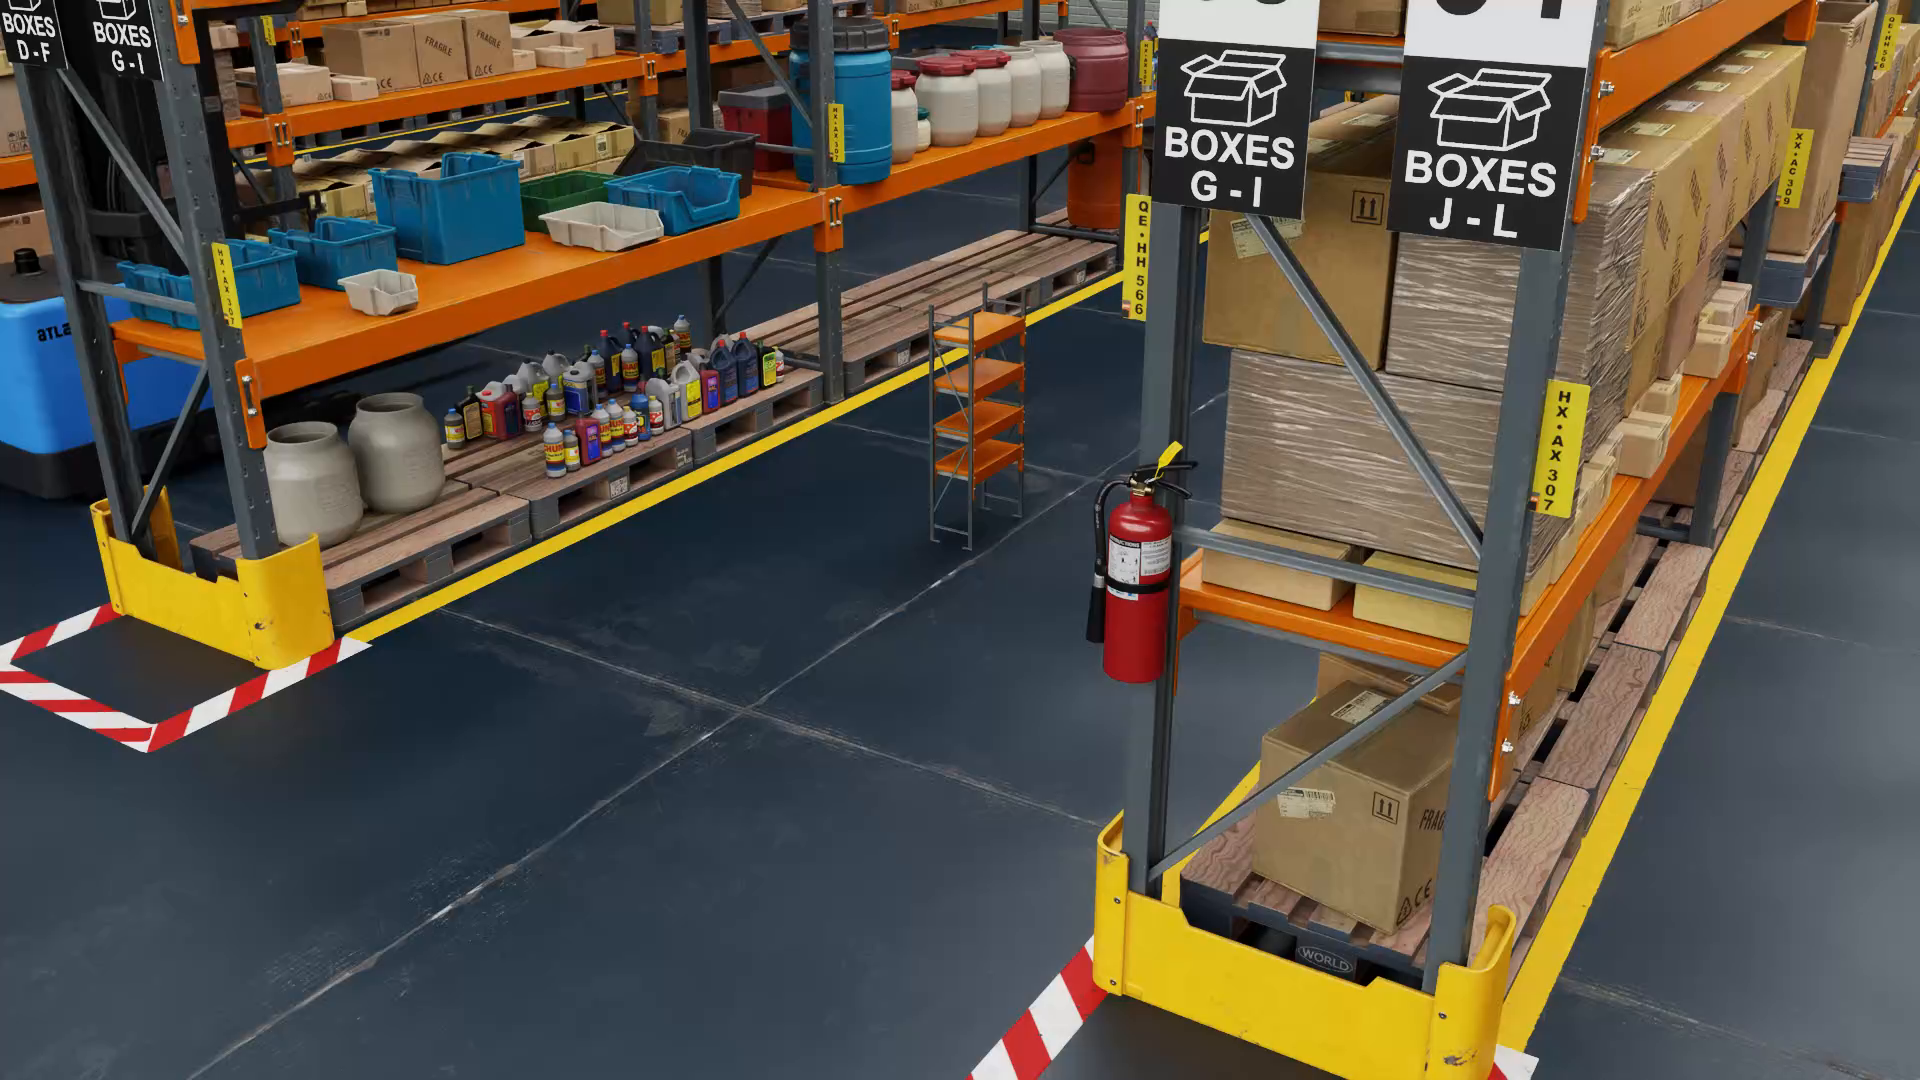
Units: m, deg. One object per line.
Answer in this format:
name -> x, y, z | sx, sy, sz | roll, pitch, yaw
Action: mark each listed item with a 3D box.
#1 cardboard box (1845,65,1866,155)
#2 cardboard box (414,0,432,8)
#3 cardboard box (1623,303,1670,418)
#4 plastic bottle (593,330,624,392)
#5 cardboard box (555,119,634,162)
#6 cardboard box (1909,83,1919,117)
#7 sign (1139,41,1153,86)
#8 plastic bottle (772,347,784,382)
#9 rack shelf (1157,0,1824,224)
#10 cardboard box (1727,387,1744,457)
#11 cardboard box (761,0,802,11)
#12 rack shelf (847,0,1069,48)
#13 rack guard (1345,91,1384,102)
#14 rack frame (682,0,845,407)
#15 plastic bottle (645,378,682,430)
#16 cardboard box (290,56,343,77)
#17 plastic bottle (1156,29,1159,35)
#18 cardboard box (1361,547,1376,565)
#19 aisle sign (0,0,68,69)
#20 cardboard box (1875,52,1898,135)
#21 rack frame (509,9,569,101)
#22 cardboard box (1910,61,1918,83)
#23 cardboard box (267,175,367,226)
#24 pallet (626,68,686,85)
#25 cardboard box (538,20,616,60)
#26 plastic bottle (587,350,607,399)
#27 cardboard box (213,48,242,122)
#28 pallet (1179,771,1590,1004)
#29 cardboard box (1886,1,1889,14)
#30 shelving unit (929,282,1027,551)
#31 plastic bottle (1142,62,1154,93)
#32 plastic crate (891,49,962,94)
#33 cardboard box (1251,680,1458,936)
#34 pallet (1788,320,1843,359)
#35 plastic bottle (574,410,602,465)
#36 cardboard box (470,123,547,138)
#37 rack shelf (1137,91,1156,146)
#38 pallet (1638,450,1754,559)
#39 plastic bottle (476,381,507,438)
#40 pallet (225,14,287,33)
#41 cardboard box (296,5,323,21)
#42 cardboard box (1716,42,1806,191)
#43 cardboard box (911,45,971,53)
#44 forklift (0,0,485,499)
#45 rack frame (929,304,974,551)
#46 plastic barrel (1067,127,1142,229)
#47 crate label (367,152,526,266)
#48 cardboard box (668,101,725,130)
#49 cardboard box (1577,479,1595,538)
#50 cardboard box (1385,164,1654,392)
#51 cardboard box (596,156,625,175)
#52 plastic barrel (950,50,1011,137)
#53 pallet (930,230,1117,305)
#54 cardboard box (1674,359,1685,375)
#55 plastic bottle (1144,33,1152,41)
cardboard box -> 4.691, -2.466, 9.516 | 0.700, 0.500, 0.500 | 19, 30, 37
cardboard box -> -6.303, -6.218, 19.129 | 0.380, 0.149, 0.250 | 14, 27, 29
cardboard box -> 1.980, -0.810, 5.844 | 0.875, 0.500, 0.500 | 14, 27, 29
plastic bottle -> -2.045, -1.052, 9.686 | 0.144, 0.351, 0.185 | 13, 26, 27
cardboard box -> -3.330, -3.665, 15.166 | 0.500, 0.311, 0.500 | 15, 27, 30
cardboard box -> 8.152, -3.705, 15.178 | 0.875, 0.875, 0.875 | 14, 27, 29
sign -> 1.414, -3.627, 12.648 | 0.100, 0.325, 0.005 | 14, 27, 29
plastic bottle -> -1.093, -1.045, 9.858 | 0.097, 0.201, 0.097 | 0, 23, 0
rack shelf -> 1.986, -1.649, 5.413 | 1.077, 0.370, 4.000 | 14, 27, 29
cardboard box -> 3.651, -0.692, 8.665 | 0.700, 0.500, 0.500 | 14, 27, 29
cardboard box -> -2.033, -5.684, 16.950 | 0.700, 0.500, 0.500 | 7, 24, 16
rack shelf -> -0.098, -6.400, 20.163 | 1.077, 0.370, 4.000 | 14, 27, 29
rack guard -> 5.165, -5.229, 19.700 | 1.175, 0.500, 0.348 | 14, 27, 29
rack frame -> -1.167, -2.315, 9.823 | 1.000, 3.000, 0.127 | 14, 27, 29
plastic bottle -> -1.622, -0.762, 9.109 | 0.152, 0.276, 0.135 | 14, 27, 30
cardboard box -> -5.065, -3.628, 13.024 | 0.396, 0.266, 0.258 | 13, 27, 28
plastic bottle -> 1.739, -4.423, 14.853 | 0.097, 0.271, 0.097 | 0, 23, 0
cardboard box -> 1.038, -0.036, 4.873 | 0.380, 0.149, 0.250 | 14, 27, 29
aisle sign -> -3.567, -2.196, 6.275 | 0.394, 0.787, 0.004 | 14, 27, 29
cardboard box -> 6.176, -3.129, 11.575 | 0.500, 0.500, 0.500 | 13, 27, 28
rack frame -> -5.364, -7.092, 20.856 | 1.000, 3.000, 0.127 | 14, 27, 29
cardboard box -> 7.700, -3.892, 13.782 | 0.380, 0.149, 0.250 | 14, 27, 29
cardboard box -> -4.943, -2.630, 12.776 | 0.500, 0.311, 0.500 | 14, 27, 29
pallet -> -4.253, -6.466, 22.920 | 1.003, 0.211, 1.213 | 14, 27, 29
cardboard box -> -3.492, -4.550, 15.097 | 0.500, 0.311, 0.500 | 16, 28, 32
plastic bottle -> -2.091, -0.959, 9.569 | 0.097, 0.271, 0.097 | 0, 23, 0
cardboard box -> -5.602, -3.249, 11.855 | 0.700, 0.500, 0.500 | 13, 27, 28
pallet -> 1.430, 1.060, 5.536 | 1.003, 0.211, 1.213 | 14, 27, 29
cardboard box -> 5.896, -3.596, 11.393 | 0.797, 0.503, 0.637 | 15, 27, 30
shelving unit -> 0.087, -0.606, 8.141 | 0.258, 1.200, 0.503 | 14, 27, 29
plastic bottle -> 1.446, -3.687, 13.147 | 0.152, 0.276, 0.135 | 14, 27, 29
plastic crate -> -0.169, -3.213, 11.817 | 0.402, 0.464, 0.583 | 14, 27, 29
cardboard box -> 1.275, 0.820, 5.198 | 0.500, 0.500, 0.500 | 20, 30, 38
pallet -> 5.631, -1.598, 11.676 | 1.003, 0.211, 1.213 | 14, 27, 29
plastic bottle -> -1.921, -0.540, 8.587 | 0.061, 0.283, 0.133 | 14, 27, 30
cardboard box -> -4.059, -3.599, 15.014 | 0.500, 0.311, 0.500 | 13, 27, 28
rack shelf -> 1.998, -4.010, 14.643 | 1.077, 0.370, 4.000 | 14, 27, 29
pallet -> 3.450, -0.261, 8.587 | 1.003, 0.211, 1.213 | 14, 27, 29
plastic bottle -> -2.524, -0.708, 8.985 | 0.152, 0.276, 0.135 | 14, 27, 29
pallet -> -7.759, -5.391, 17.168 | 1.213, 0.211, 1.003 | 14, 27, 29
cardboard box -> -7.103, -5.698, 17.928 | 0.380, 0.149, 0.250 | 13, 27, 28
cardboard box -> 3.037, -1.709, 6.663 | 0.500, 0.500, 0.500 | 14, 27, 29
cardboard box -> -0.166, -5.746, 20.336 | 0.797, 0.503, 0.637 | 14, 27, 29
forklift -> -4.226, -2.087, 9.382 | 1.130, 2.935, 3.031 | 15, 28, 31
rack frame -> -0.041, -0.524, 7.950 | 0.240, 1.200, 0.015 | 14, 27, 29
plastic barrel -> 1.187, -3.031, 13.679 | 0.600, 0.830, 0.708 | 14, 27, 29
crate label -> -2.536, -1.659, 8.263 | 0.502, 0.435, 0.616 | 14, 27, 29
cardboard box -> -2.509, -4.031, 16.379 | 0.500, 0.500, 0.500 | 13, 27, 27
cardboard box -> 1.691, -0.109, 5.041 | 0.380, 0.149, 0.250 | 14, 27, 29
cardboard box -> 1.453, -0.697, 4.326 | 0.500, 0.500, 0.500 | 14, 27, 29
cardboard box -> -3.333, -3.407, 15.277 | 0.500, 0.250, 0.500 | 15, 27, 30
plastic barrel -> 0.139, -3.048, 11.345 | 0.433, 0.535, 0.433 | 0, 23, 0
pallet -> 0.501, -2.132, 12.910 | 1.003, 0.211, 1.213 | 14, 27, 29
cardboard box -> 2.476, -0.616, 6.214 | 0.380, 0.149, 0.250 | 14, 27, 29
plastic bottle -> 1.617, -4.256, 14.452 | 0.061, 0.283, 0.133 | 14, 27, 29
